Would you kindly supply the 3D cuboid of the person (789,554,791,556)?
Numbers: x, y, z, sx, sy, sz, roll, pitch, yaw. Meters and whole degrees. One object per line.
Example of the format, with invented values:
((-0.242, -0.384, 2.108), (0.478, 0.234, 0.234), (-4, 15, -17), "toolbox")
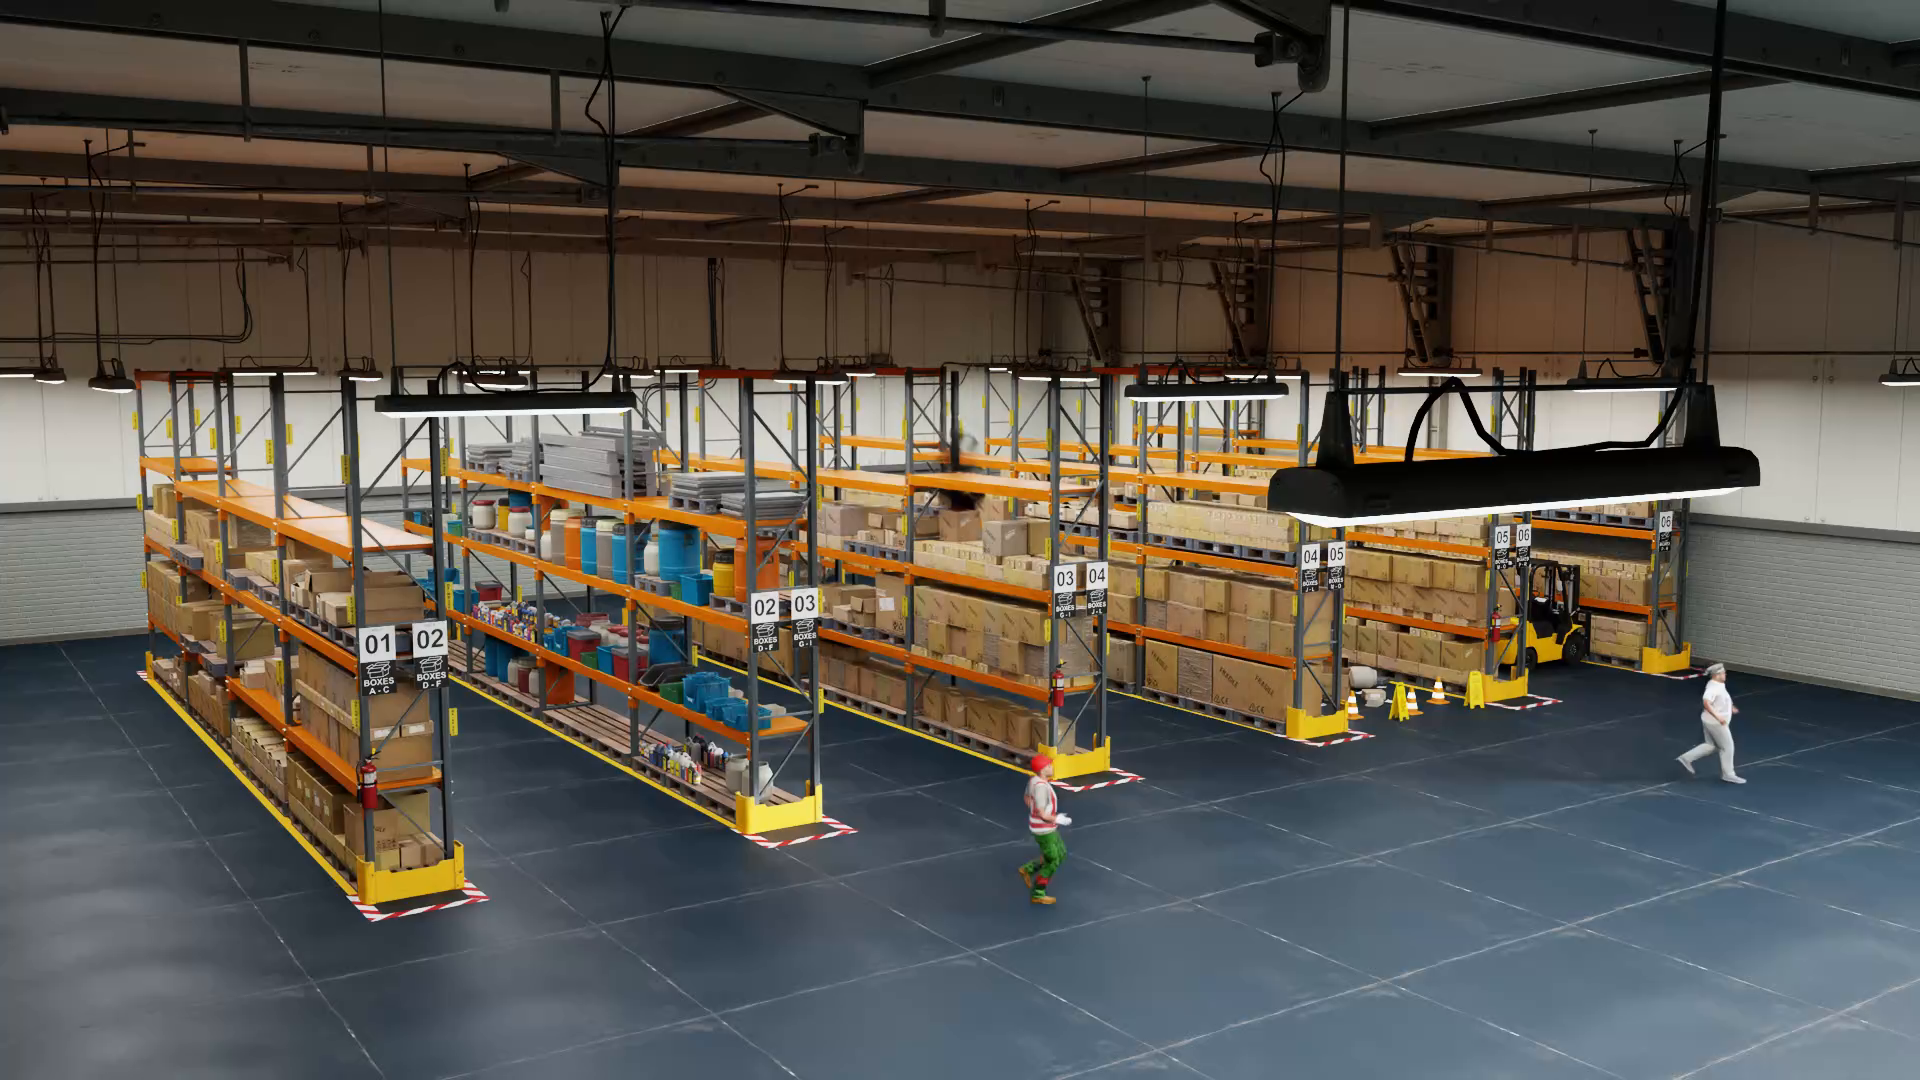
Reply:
((-3.998, 1.162, 39.174), (0.604, 1.544, 0.776), (-2, 7, -20), "person")

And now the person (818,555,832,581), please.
((-3.444, 0.774, 41.901), (0.958, 1.642, 0.627), (-4, 8, -32), "person")

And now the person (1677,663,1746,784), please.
((11.116, 2.679, 24.496), (0.934, 1.771, 0.672), (2, 7, 14), "person")

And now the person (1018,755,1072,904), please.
((0.974, 3.317, 19.105), (0.594, 1.742, 0.655), (0, 6, -2), "person")
